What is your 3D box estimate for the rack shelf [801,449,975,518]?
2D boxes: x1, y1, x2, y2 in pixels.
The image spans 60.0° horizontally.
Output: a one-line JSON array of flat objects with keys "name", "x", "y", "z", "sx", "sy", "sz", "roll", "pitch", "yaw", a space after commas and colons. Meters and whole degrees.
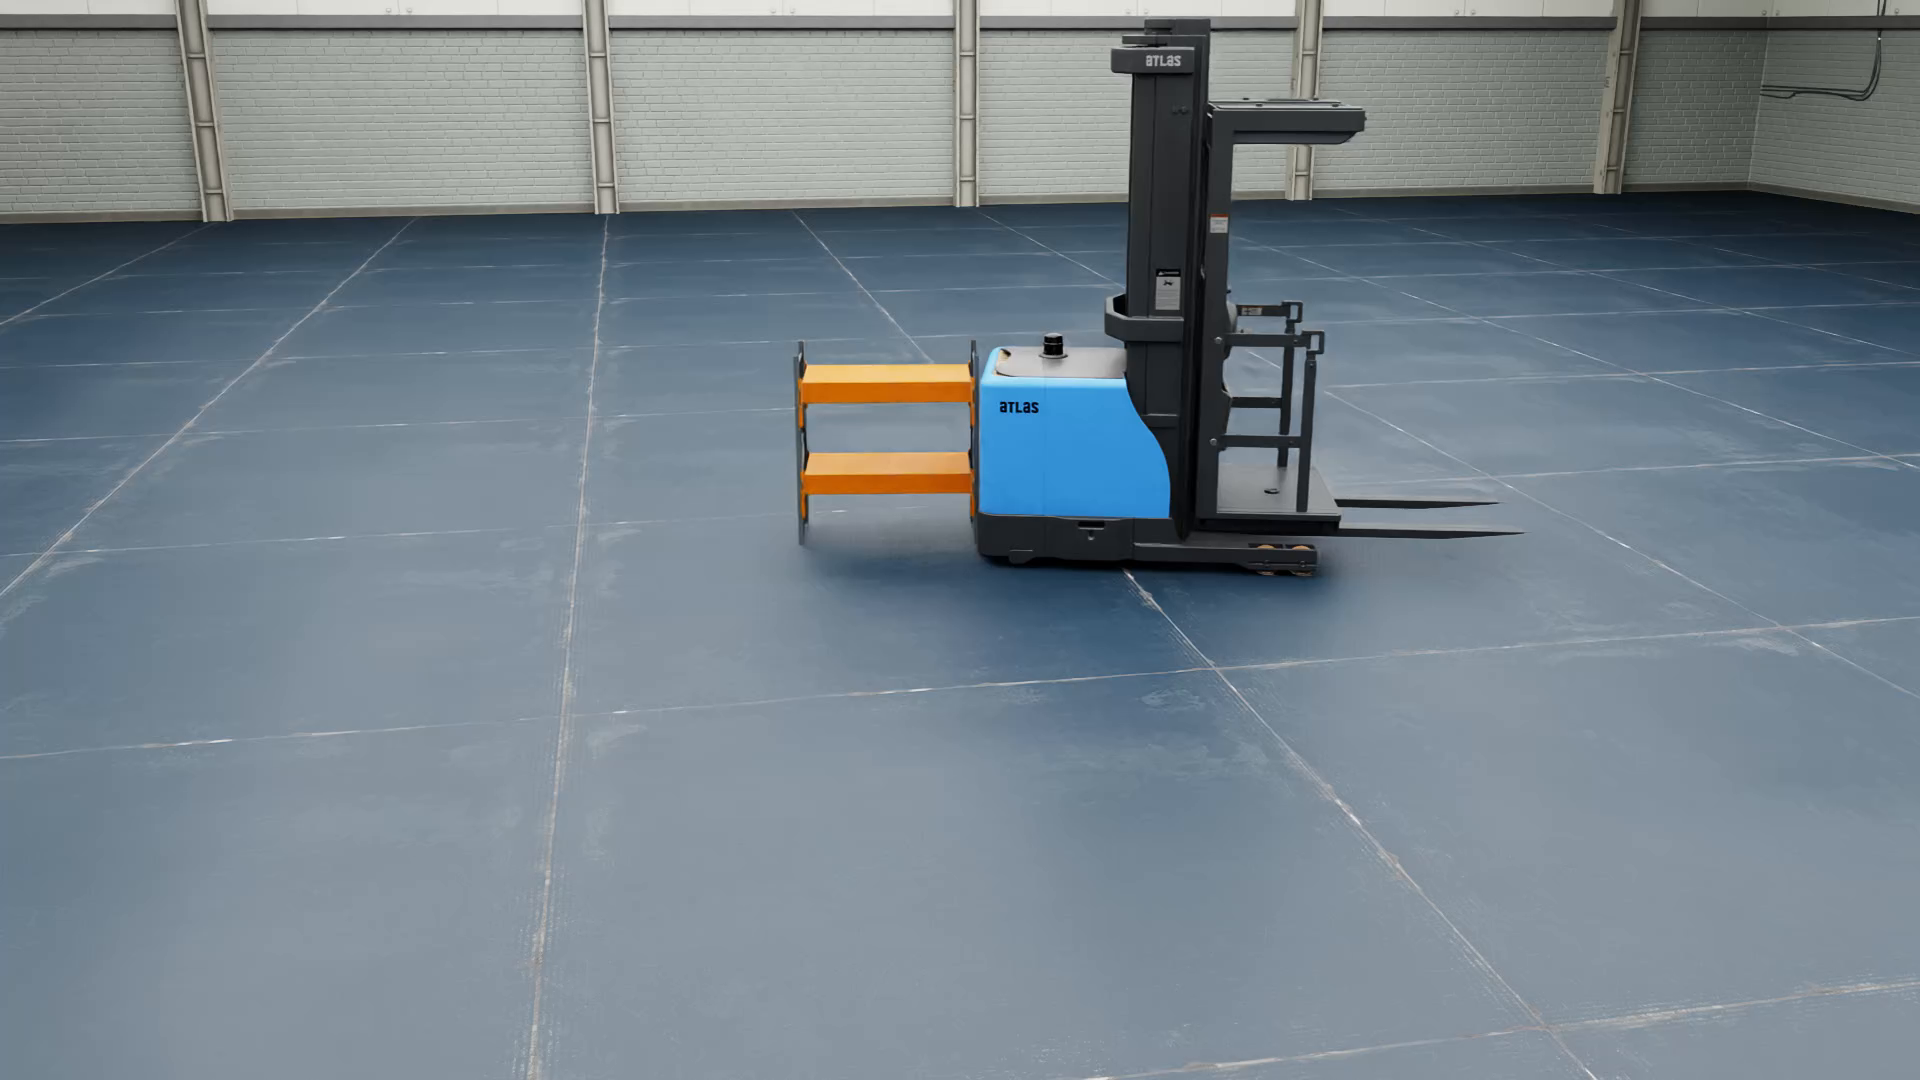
[{"name": "rack shelf", "x": -0.422, "y": -0.340, "z": 9.835, "sx": 1.000, "sy": 0.278, "sz": 0.538, "roll": -1, "pitch": 17, "yaw": -2}]

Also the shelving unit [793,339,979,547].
[{"name": "shelving unit", "x": -0.422, "y": -0.574, "z": 9.764, "sx": 1.048, "sy": 1.125, "sz": 0.538, "roll": -1, "pitch": 17, "yaw": -2}]

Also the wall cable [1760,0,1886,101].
[{"name": "wall cable", "x": 15.028, "y": -8.974, "z": 28.992, "sx": 0.112, "sy": 2.526, "sz": 3.097, "roll": -3, "pitch": 17, "yaw": -10}]

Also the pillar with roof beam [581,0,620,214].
[{"name": "pillar with roof beam", "x": -4.972, "y": -8.432, "z": 21.938, "sx": 0.400, "sy": 9.000, "sz": 9.100, "roll": -3, "pitch": 17, "yaw": -10}]

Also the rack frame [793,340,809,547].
[{"name": "rack frame", "x": -0.930, "y": -0.569, "z": 9.749, "sx": 0.032, "sy": 1.125, "sz": 0.500, "roll": -1, "pitch": 17, "yaw": -2}]

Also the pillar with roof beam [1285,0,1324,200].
[{"name": "pillar with roof beam", "x": 6.811, "y": -9.100, "z": 24.114, "sx": 0.400, "sy": 9.000, "sz": 9.100, "roll": -3, "pitch": 17, "yaw": -10}]

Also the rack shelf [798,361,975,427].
[{"name": "rack shelf", "x": -0.422, "y": -0.853, "z": 9.678, "sx": 1.000, "sy": 0.278, "sz": 0.538, "roll": -1, "pitch": 17, "yaw": -2}]

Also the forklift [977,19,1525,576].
[{"name": "forklift", "x": 1.642, "y": -1.363, "z": 9.258, "sx": 3.031, "sy": 2.935, "sz": 1.130, "roll": 1, "pitch": 17, "yaw": 4}]

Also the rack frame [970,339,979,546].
[{"name": "rack frame", "x": 0.086, "y": -0.578, "z": 9.778, "sx": 0.032, "sy": 1.125, "sz": 0.500, "roll": -1, "pitch": 17, "yaw": -2}]

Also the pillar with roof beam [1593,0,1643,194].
[{"name": "pillar with roof beam", "x": 12.702, "y": -9.435, "z": 25.202, "sx": 0.400, "sy": 9.000, "sz": 9.100, "roll": -3, "pitch": 17, "yaw": -10}]

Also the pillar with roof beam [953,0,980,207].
[{"name": "pillar with roof beam", "x": 0.919, "y": -8.766, "z": 23.026, "sx": 0.400, "sy": 9.000, "sz": 9.100, "roll": -3, "pitch": 17, "yaw": -10}]

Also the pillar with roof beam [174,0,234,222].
[{"name": "pillar with roof beam", "x": -10.863, "y": -8.098, "z": 20.850, "sx": 0.400, "sy": 9.000, "sz": 9.100, "roll": -3, "pitch": 17, "yaw": -10}]
